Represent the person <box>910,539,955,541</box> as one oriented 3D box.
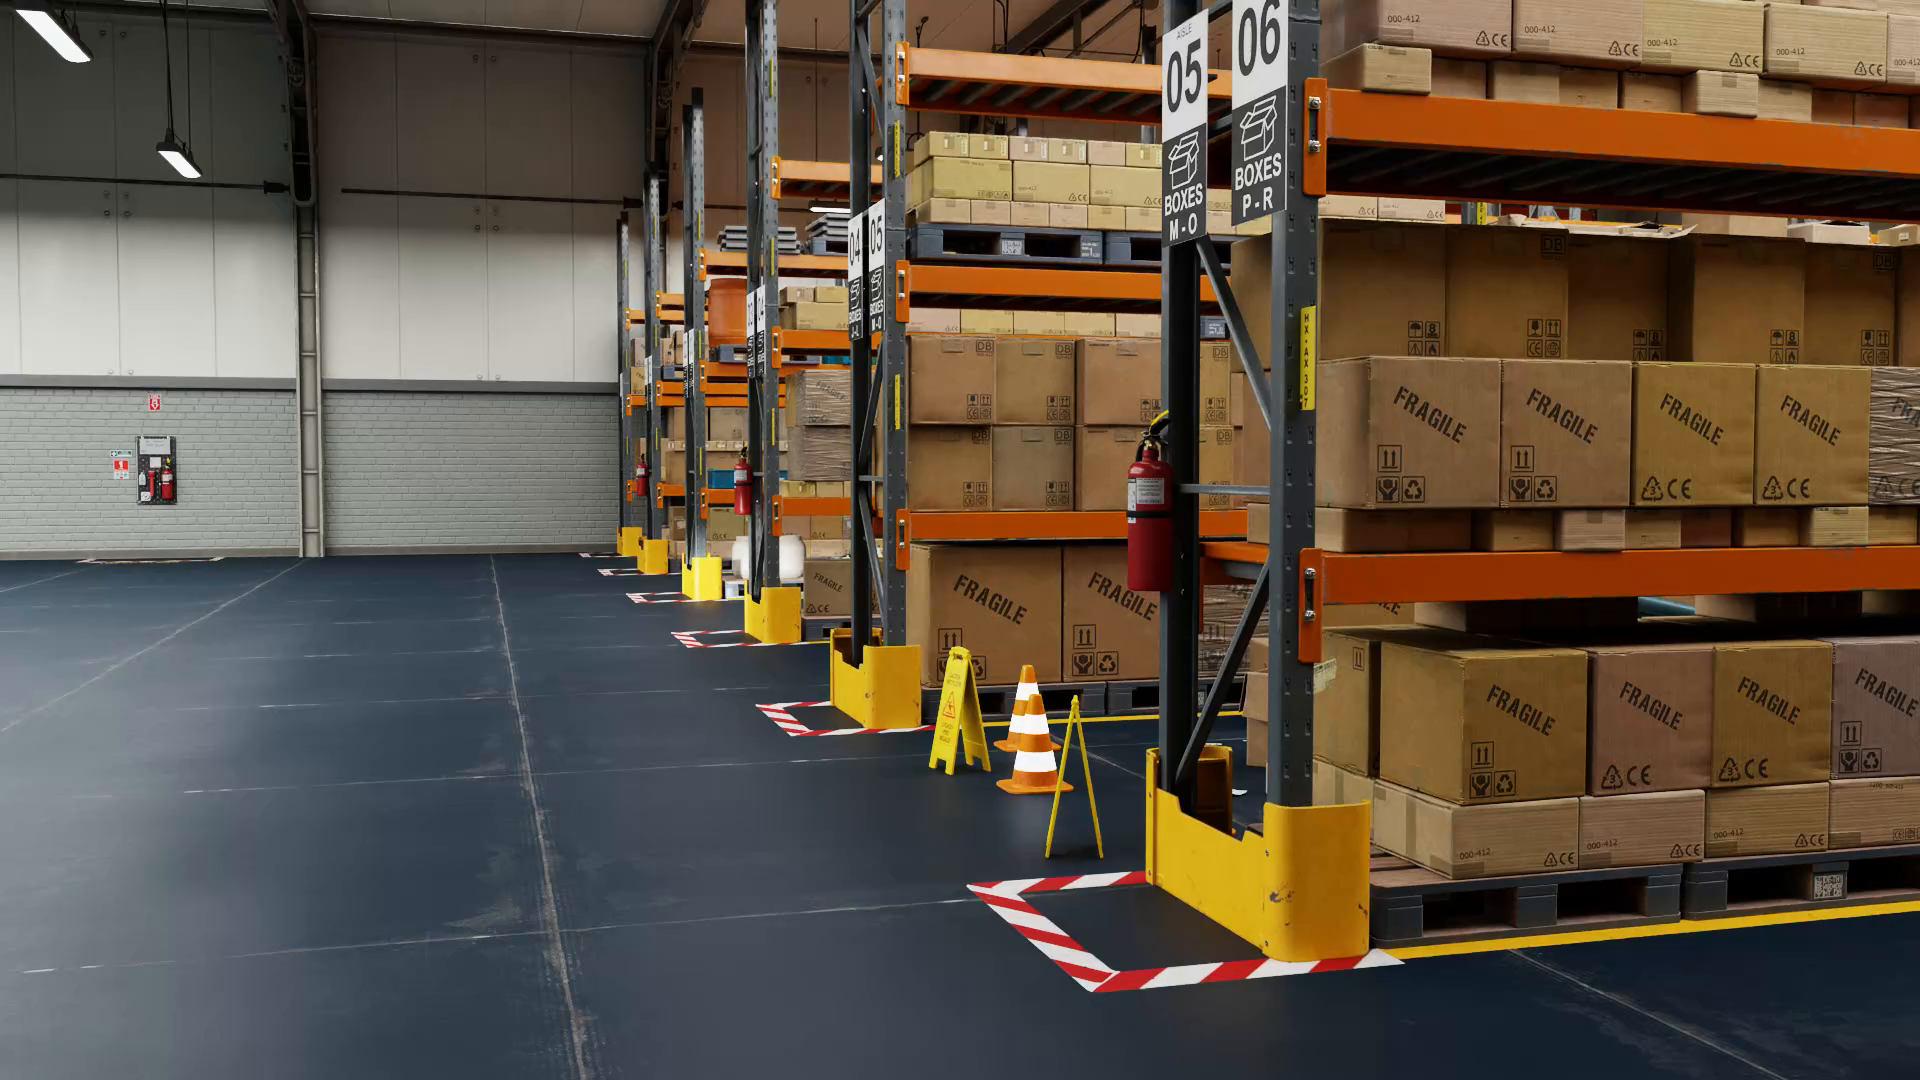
[{"bbox_3d":[-0.305,0.237,18.373,0.579,1.065,0.869,-1,3,-17],"label":"person"}]
